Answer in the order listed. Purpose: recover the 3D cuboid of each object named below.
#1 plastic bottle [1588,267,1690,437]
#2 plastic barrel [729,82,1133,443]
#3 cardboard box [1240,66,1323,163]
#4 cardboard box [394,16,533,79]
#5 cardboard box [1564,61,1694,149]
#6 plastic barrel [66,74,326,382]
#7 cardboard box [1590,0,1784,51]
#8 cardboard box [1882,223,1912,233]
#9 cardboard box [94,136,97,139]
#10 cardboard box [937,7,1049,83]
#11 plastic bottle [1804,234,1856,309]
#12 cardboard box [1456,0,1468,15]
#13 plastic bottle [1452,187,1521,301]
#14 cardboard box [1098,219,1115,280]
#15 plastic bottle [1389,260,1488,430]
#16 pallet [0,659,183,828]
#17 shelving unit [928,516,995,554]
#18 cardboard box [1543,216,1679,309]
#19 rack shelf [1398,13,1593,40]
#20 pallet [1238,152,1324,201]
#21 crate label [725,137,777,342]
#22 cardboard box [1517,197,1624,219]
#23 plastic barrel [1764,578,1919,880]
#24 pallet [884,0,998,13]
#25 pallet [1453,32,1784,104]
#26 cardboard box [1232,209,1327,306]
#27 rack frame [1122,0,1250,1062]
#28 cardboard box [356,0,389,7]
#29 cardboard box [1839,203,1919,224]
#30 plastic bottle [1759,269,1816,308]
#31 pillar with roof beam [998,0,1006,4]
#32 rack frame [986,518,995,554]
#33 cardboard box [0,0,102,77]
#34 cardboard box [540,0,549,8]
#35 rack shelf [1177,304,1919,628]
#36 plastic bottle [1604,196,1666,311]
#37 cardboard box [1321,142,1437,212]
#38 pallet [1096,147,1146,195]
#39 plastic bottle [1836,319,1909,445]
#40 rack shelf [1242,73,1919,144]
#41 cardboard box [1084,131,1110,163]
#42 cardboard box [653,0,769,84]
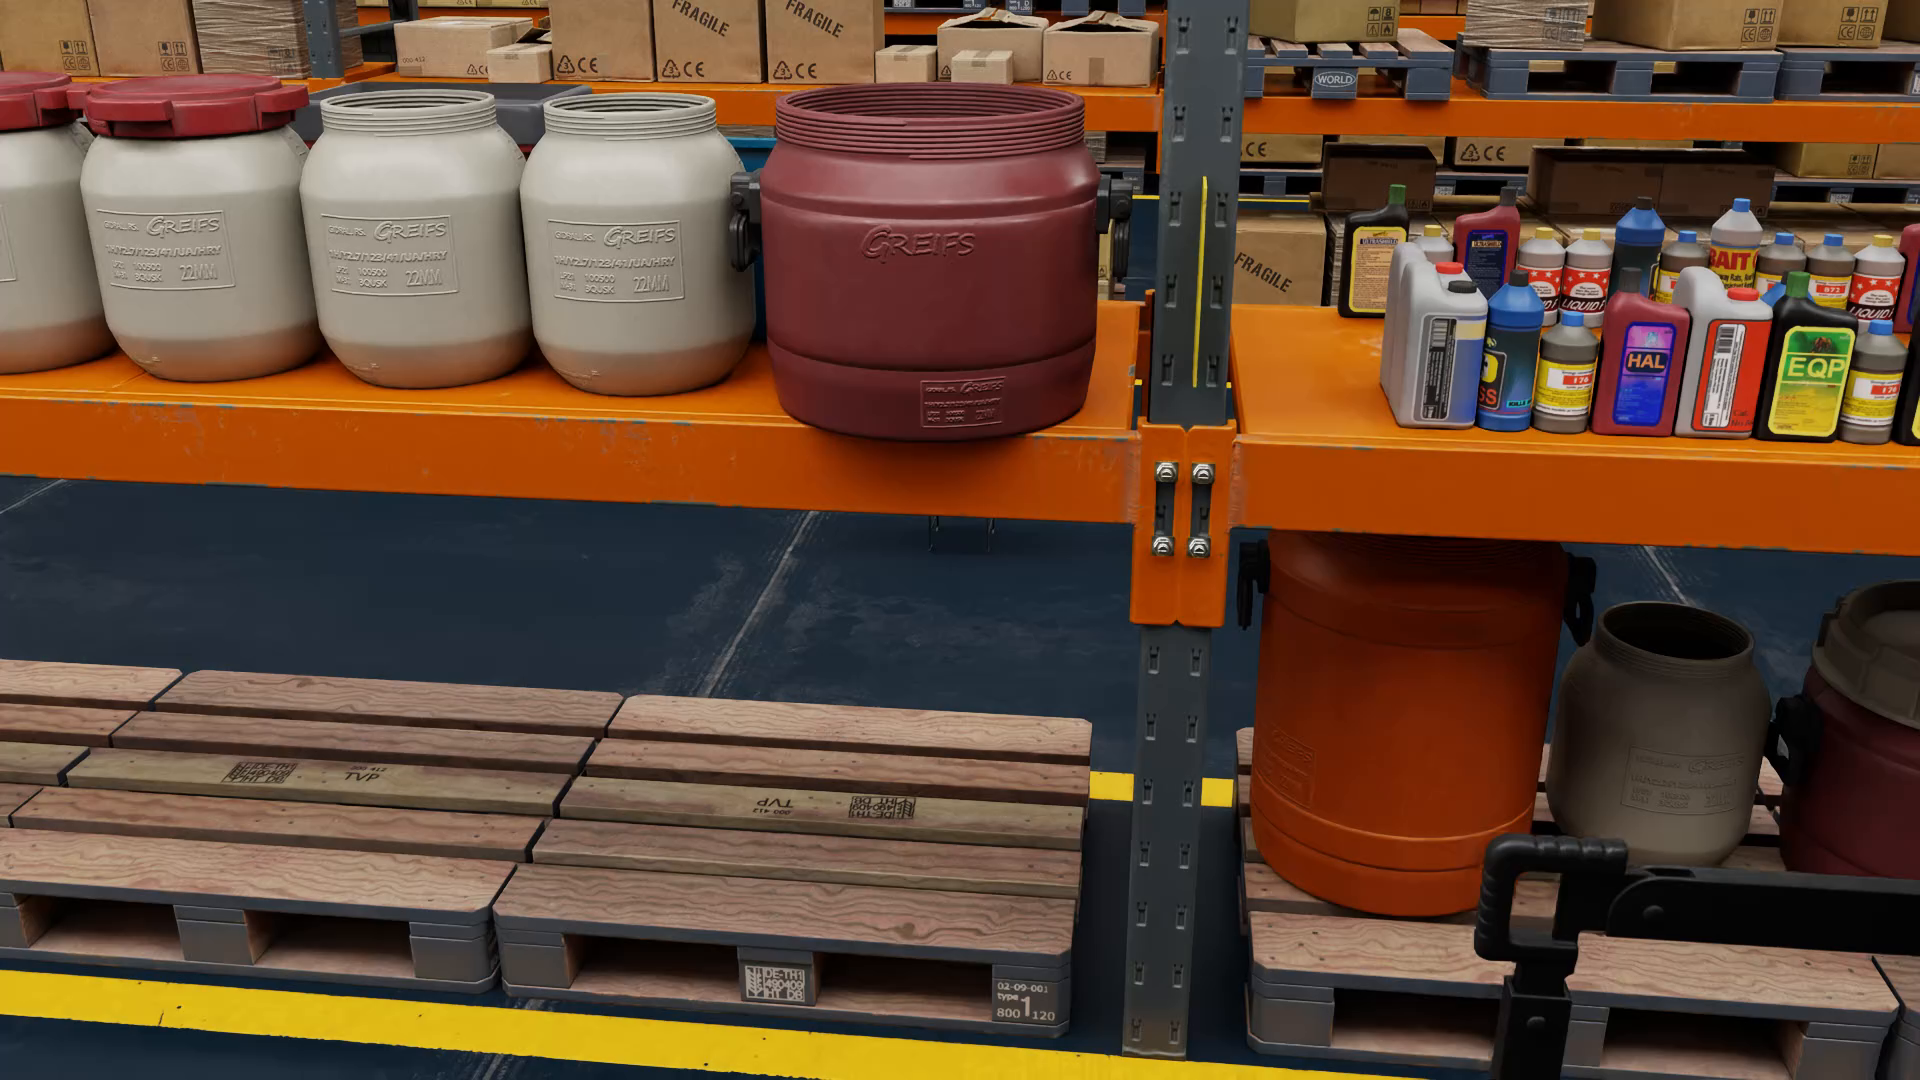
[{"bbox_3d":[1.158,-0.319,2.826,0.133,0.283,0.061,2,22,6],"label":"plastic bottle"},{"bbox_3d":[-0.051,-0.514,2.974,0.708,0.536,0.600,2,22,6],"label":"plastic barrel"},{"bbox_3d":[2.326,-3.274,12.494,0.750,0.750,0.750,2,22,6],"label":"cardboard box"},{"bbox_3d":[-2.446,-2.447,8.254,0.500,0.250,0.500,4,22,10],"label":"cardboard box"},{"bbox_3d":[4.923,-3.161,12.209,0.750,0.750,0.750,3,22,7],"label":"cardboard box"},{"bbox_3d":[-1.444,-0.605,3.206,0.433,0.535,0.433,0,22,0],"label":"plastic barrel"},{"bbox_3d":[3.242,-2.472,7.405,0.500,0.500,0.700,-3,22,-7],"label":"cardboard box"},{"bbox_3d":[4.480,-1.135,7.532,0.500,0.500,0.500,2,22,6],"label":"cardboard box"},{"bbox_3d":[-4.419,-1.774,8.496,0.500,0.500,0.500,2,22,6],"label":"cardboard box"},{"bbox_3d":[0.167,-2.417,8.095,0.500,0.311,0.500,2,22,6],"label":"cardboard box"},{"bbox_3d":[1.819,-0.540,3.496,0.097,0.201,0.097,0,22,0],"label":"plastic bottle"},{"bbox_3d":[3.695,-3.875,11.977,0.250,0.149,0.380,3,22,8],"label":"cardboard box"},{"bbox_3d":[1.126,-0.615,3.574,0.133,0.283,0.061,2,22,6],"label":"plastic bottle"},{"bbox_3d":[0.483,-1.459,7.957,0.500,0.311,0.500,3,22,8],"label":"cardboard box"},{"bbox_3d":[0.837,-0.347,2.905,0.135,0.276,0.152,2,22,6],"label":"plastic bottle"},{"bbox_3d":[-2.743,0.603,4.129,1.213,0.211,1.003,2,22,6],"label":"pallet"},{"bbox_3d":[0.008,-0.418,5.773,0.210,0.900,0.258,2,22,6],"label":"shelving unit"},{"bbox_3d":[2.987,-1.203,7.703,0.500,0.500,0.500,2,22,4],"label":"cardboard box"},{"bbox_3d":[3.597,-3.737,12.291,4.000,0.370,1.077,2,22,6],"label":"rack shelf"},{"bbox_3d":[2.385,-2.800,12.734,1.213,0.211,1.003,2,22,6],"label":"pallet"},{"bbox_3d":[-0.510,-0.699,3.580,0.616,0.435,0.502,2,22,6],"label":"crate label"},{"bbox_3d":[3.024,-1.394,8.187,0.500,0.500,0.500,2,22,4],"label":"cardboard box"},{"bbox_3d":[2.055,0.449,3.433,0.708,0.588,0.600,2,22,6],"label":"plastic barrel"},{"bbox_3d":[-0.359,-4.140,12.591,1.213,0.211,1.003,2,22,6],"label":"pallet"},{"bbox_3d":[2.964,-2.178,7.629,1.213,0.211,1.003,2,22,6],"label":"pallet"},{"bbox_3d":[1.450,-1.267,7.867,0.500,0.500,0.500,3,22,9],"label":"cardboard box"},{"bbox_3d":[0.445,-0.541,3.228,0.127,3.000,1.000,2,22,6],"label":"rack frame"},{"bbox_3d":[-4.362,-4.243,12.768,0.500,0.250,0.500,3,22,7],"label":"cardboard box"},{"bbox_3d":[4.552,-1.328,8.021,0.500,0.500,0.500,2,22,4],"label":"cardboard box"},{"bbox_3d":[1.415,-0.332,2.874,0.097,0.271,0.097,0,22,0],"label":"plastic bottle"},{"bbox_3d":[-0.085,-5.748,8.240,0.400,9.000,9.100,2,22,6],"label":"pillar with roof beam"},{"bbox_3d":[0.109,-0.414,5.762,0.006,0.900,0.240,2,22,6],"label":"rack frame"},{"bbox_3d":[-4.404,-2.629,8.375,0.500,0.500,0.700,3,22,7],"label":"cardboard box"},{"bbox_3d":[-2.867,-4.180,12.611,0.500,0.250,0.500,3,22,6],"label":"cardboard box"},{"bbox_3d":[2.431,-0.120,3.142,4.000,0.370,1.077,2,22,6],"label":"rack shelf"},{"bbox_3d":[1.432,-0.589,3.526,0.097,0.271,0.097,0,22,0],"label":"plastic bottle"},{"bbox_3d":[2.045,-1.784,8.155,0.500,0.250,0.500,3,22,8],"label":"cardboard box"},{"bbox_3d":[0.835,-2.896,12.977,1.213,0.211,1.003,2,22,6],"label":"pallet"},{"bbox_3d":[1.541,-0.271,2.816,0.097,0.201,0.097,0,22,0],"label":"plastic bottle"},{"bbox_3d":[3.018,-1.928,7.716,4.000,0.370,1.077,2,22,6],"label":"rack shelf"},{"bbox_3d":[0.890,-3.212,12.787,0.500,0.500,0.700,3,22,7],"label":"cardboard box"},{"bbox_3d":[-1.159,-2.485,8.010,0.500,0.500,0.500,3,22,6],"label":"cardboard box"}]
